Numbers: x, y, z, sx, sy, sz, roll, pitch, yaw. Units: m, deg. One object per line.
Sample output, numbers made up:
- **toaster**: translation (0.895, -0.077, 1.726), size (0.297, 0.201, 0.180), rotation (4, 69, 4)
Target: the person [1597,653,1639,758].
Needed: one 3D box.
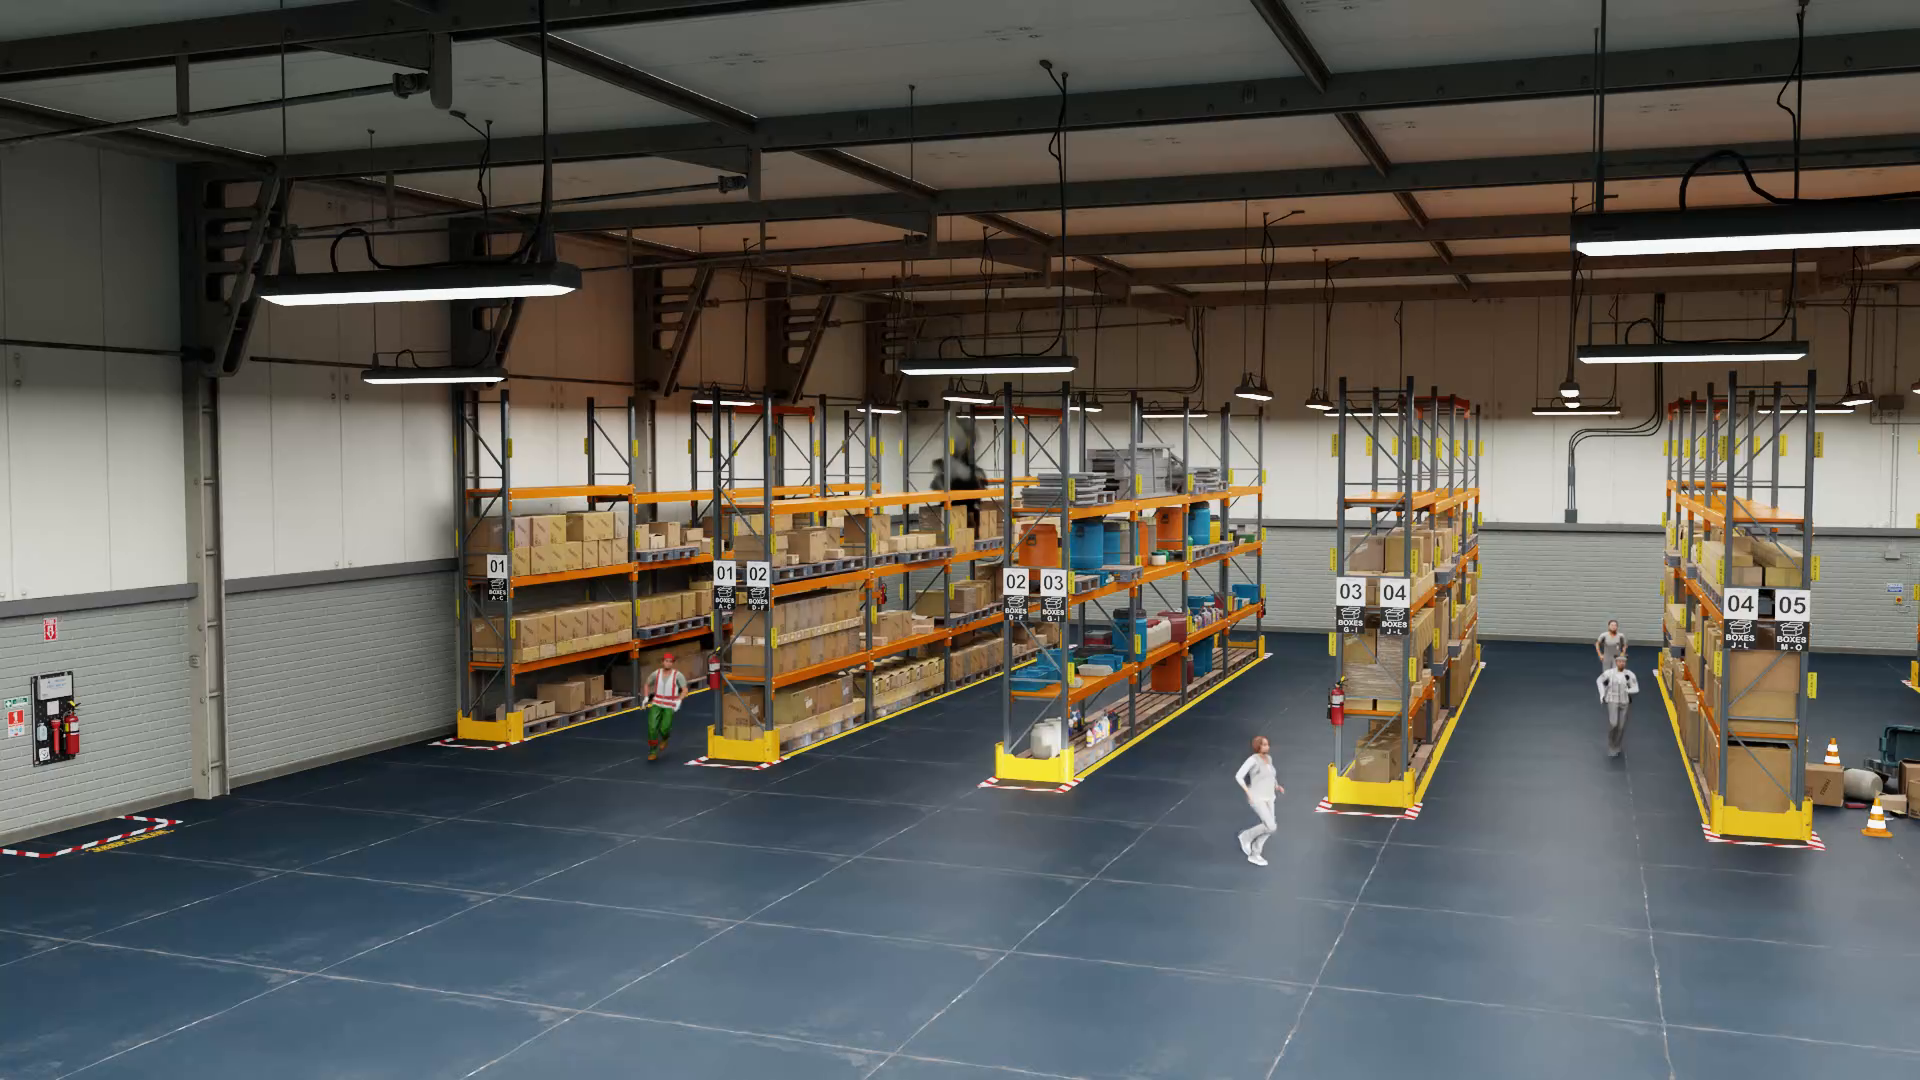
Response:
- **person**: translation (10.688, 2.670, 26.981), size (0.591, 1.707, 0.655), rotation (1, 3, 12)

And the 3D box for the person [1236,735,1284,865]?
- **person**: translation (3.633, 3.126, 19.941), size (0.530, 1.558, 0.534), rotation (-3, 4, -43)

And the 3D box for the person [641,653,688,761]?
- **person**: translation (-4.754, 2.670, 26.798), size (0.709, 1.726, 0.575), rotation (0, 3, 3)

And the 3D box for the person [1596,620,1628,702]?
- **person**: translation (12.885, 2.385, 32.872), size (0.575, 1.628, 0.550), rotation (1, 3, 15)
